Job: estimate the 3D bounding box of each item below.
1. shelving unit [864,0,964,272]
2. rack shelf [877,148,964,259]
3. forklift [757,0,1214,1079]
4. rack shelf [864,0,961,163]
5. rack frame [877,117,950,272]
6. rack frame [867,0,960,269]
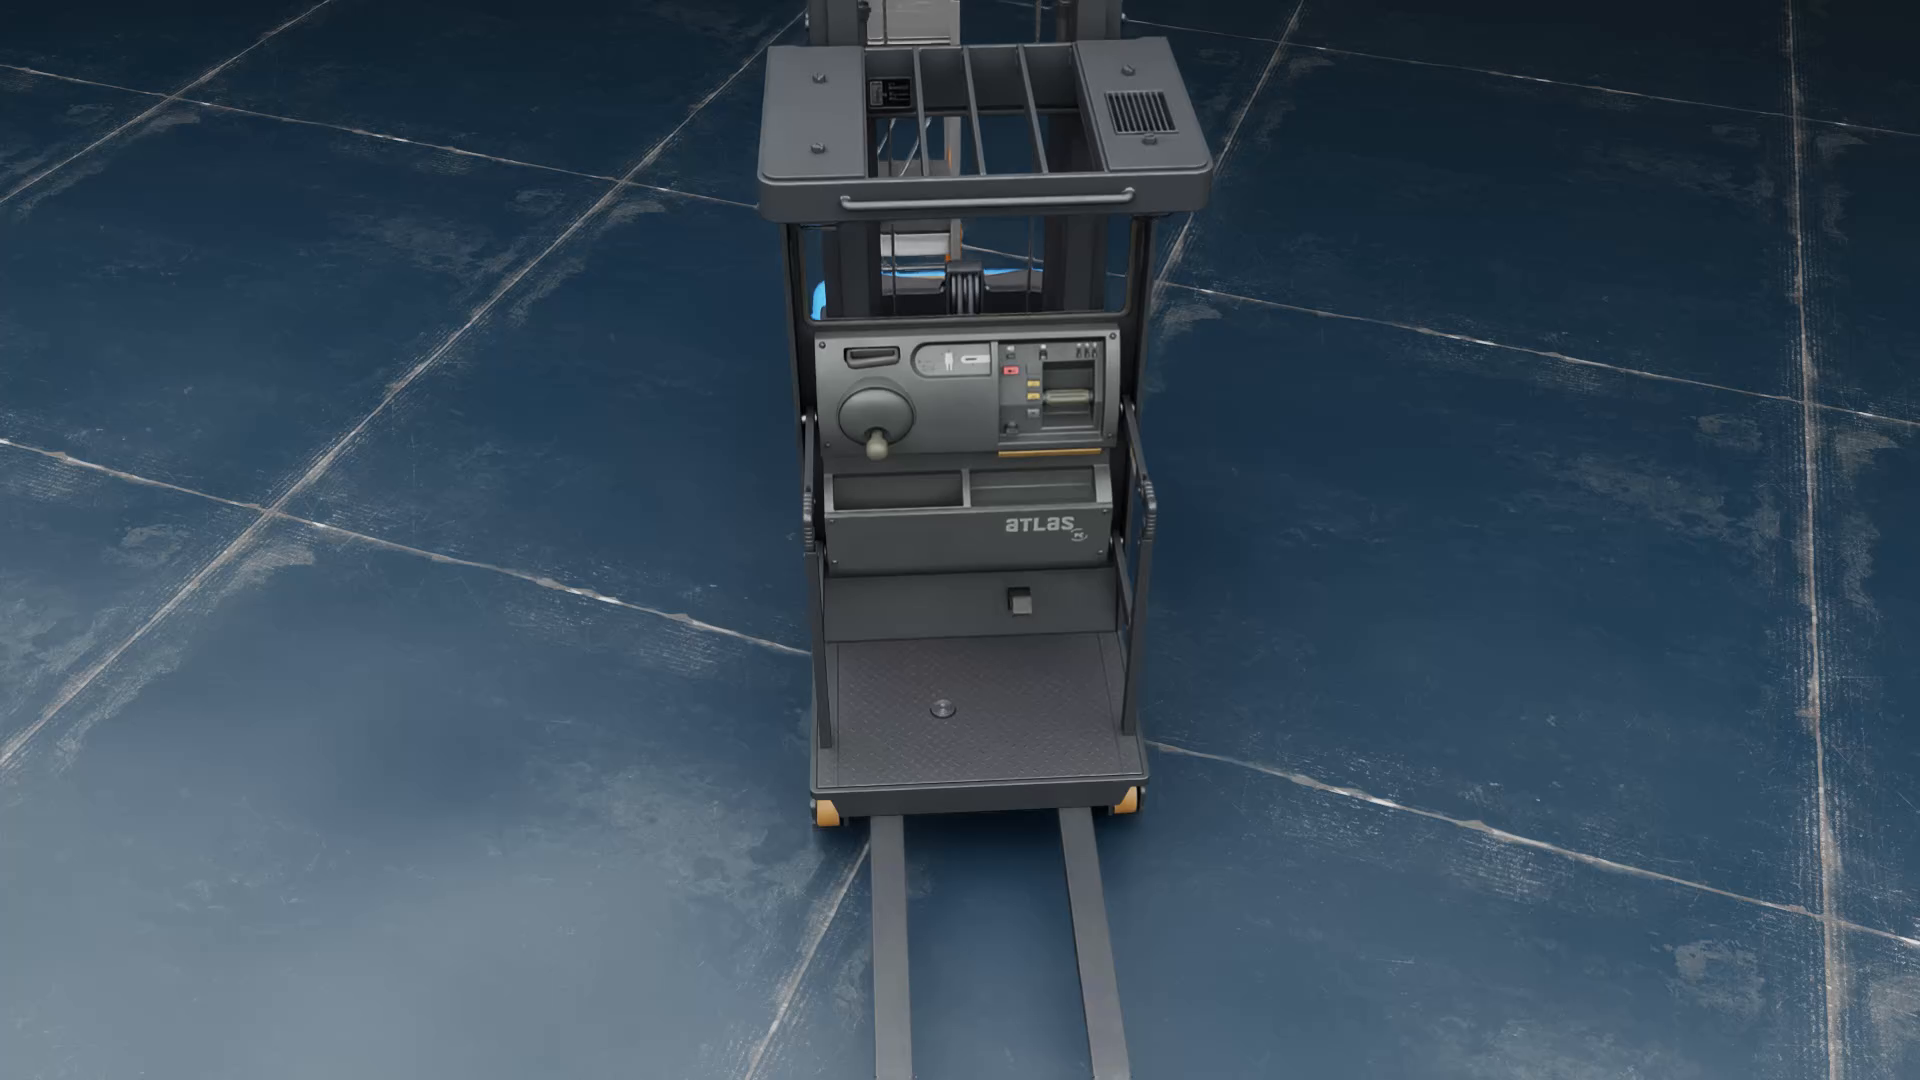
[{"bbox_3d":[-0.215,-1.202,6.541,0.431,2.100,0.503,-2,41,-2],"label":"shelving unit"},{"bbox_3d":[-0.215,-1.192,6.550,0.431,0.518,0.480,-2,41,-2],"label":"rack shelf"},{"bbox_3d":[0.040,-0.371,4.926,1.130,2.935,3.031,-2,41,-2],"label":"forklift"},{"bbox_3d":[-0.215,-1.724,6.096,0.431,0.518,0.480,-2,41,-2],"label":"rack shelf"},{"bbox_3d":[-0.229,-1.360,6.727,0.400,2.100,0.015,-2,41,-2],"label":"rack frame"},{"bbox_3d":[-0.201,-1.044,6.356,0.400,2.100,0.015,-2,41,-2],"label":"rack frame"}]
